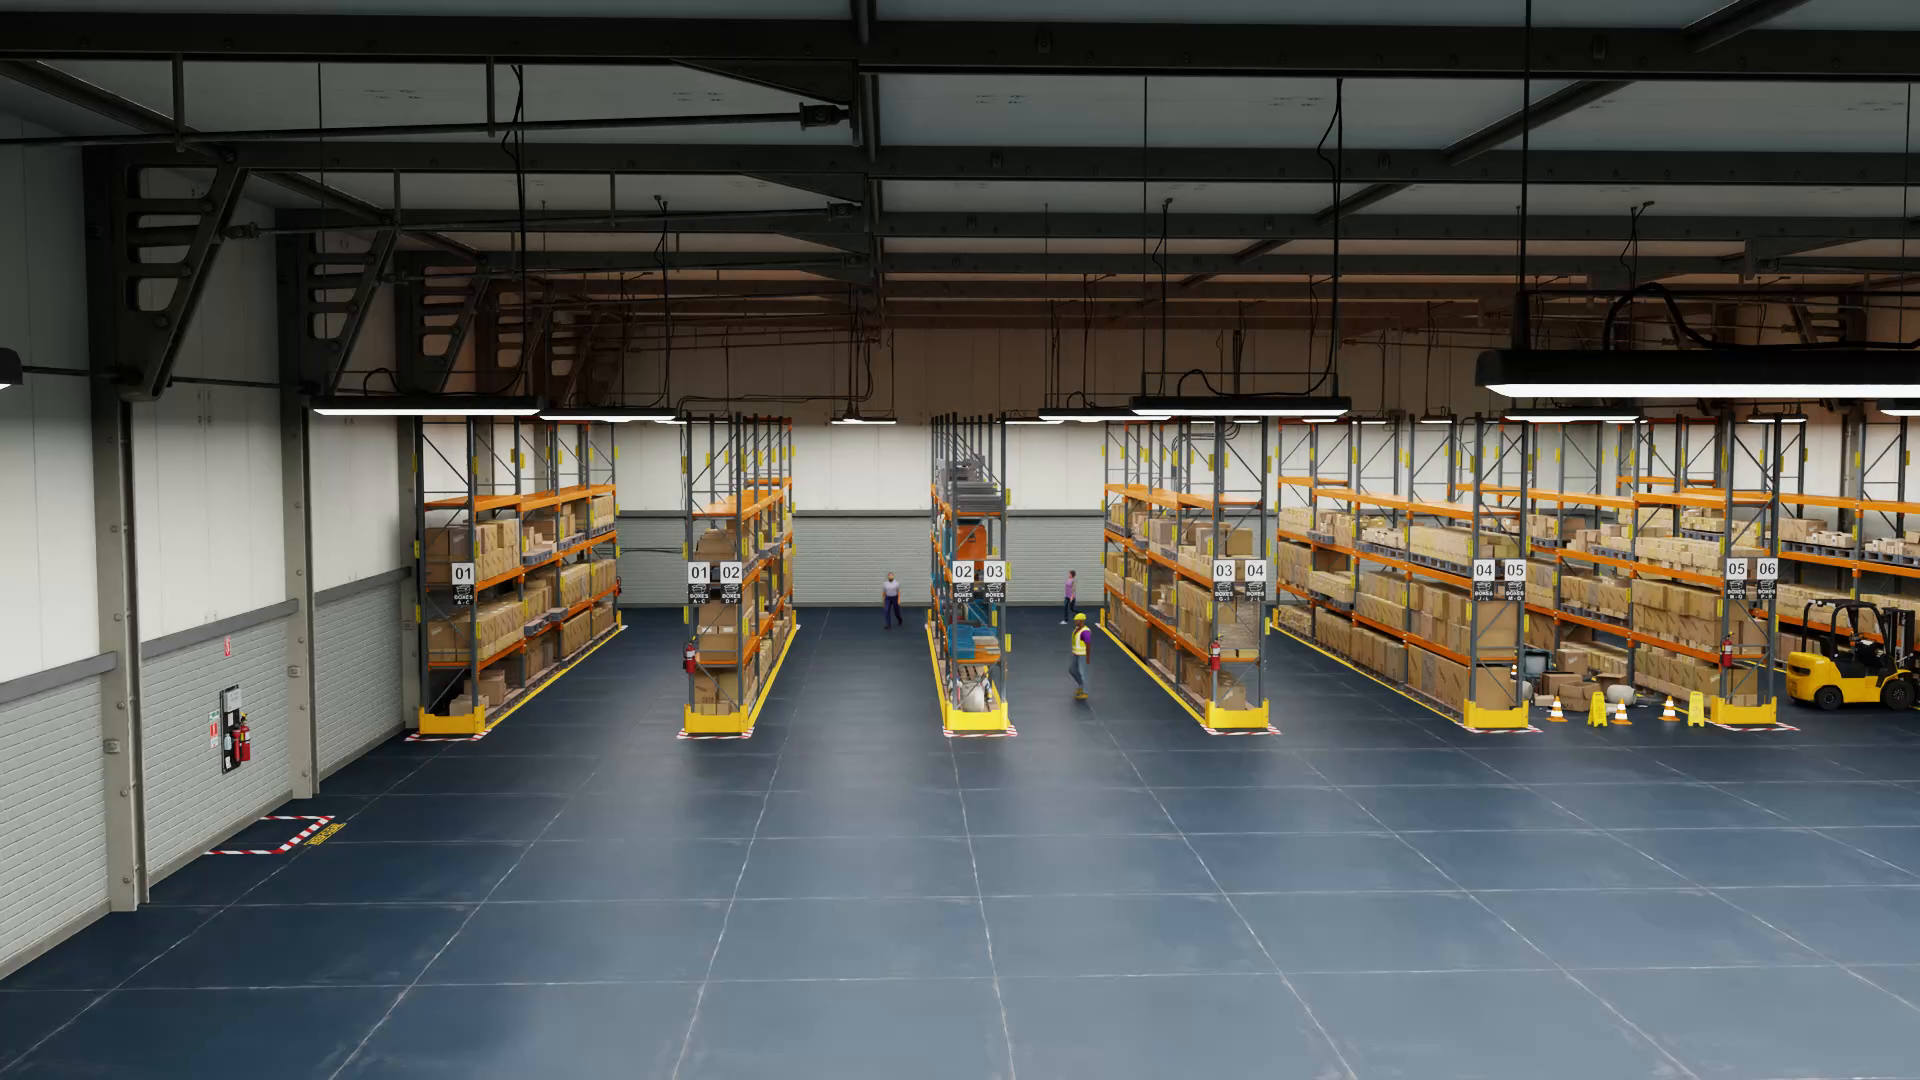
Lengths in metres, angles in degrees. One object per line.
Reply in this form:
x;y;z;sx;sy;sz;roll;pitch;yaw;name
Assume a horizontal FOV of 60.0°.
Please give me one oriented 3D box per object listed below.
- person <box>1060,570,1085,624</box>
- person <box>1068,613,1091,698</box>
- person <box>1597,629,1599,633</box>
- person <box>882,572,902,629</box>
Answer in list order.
3.254;1.651;48.176;0.765;1.568;0.424;-2;5;-31;person
2.564;2.431;35.153;0.423;1.775;0.595;-2;4;-22;person
17.417;1.765;45.982;0.565;1.703;0.689;-2;4;-29;person
-1.943;1.707;47.158;0.535;1.604;0.872;1;4;12;person
